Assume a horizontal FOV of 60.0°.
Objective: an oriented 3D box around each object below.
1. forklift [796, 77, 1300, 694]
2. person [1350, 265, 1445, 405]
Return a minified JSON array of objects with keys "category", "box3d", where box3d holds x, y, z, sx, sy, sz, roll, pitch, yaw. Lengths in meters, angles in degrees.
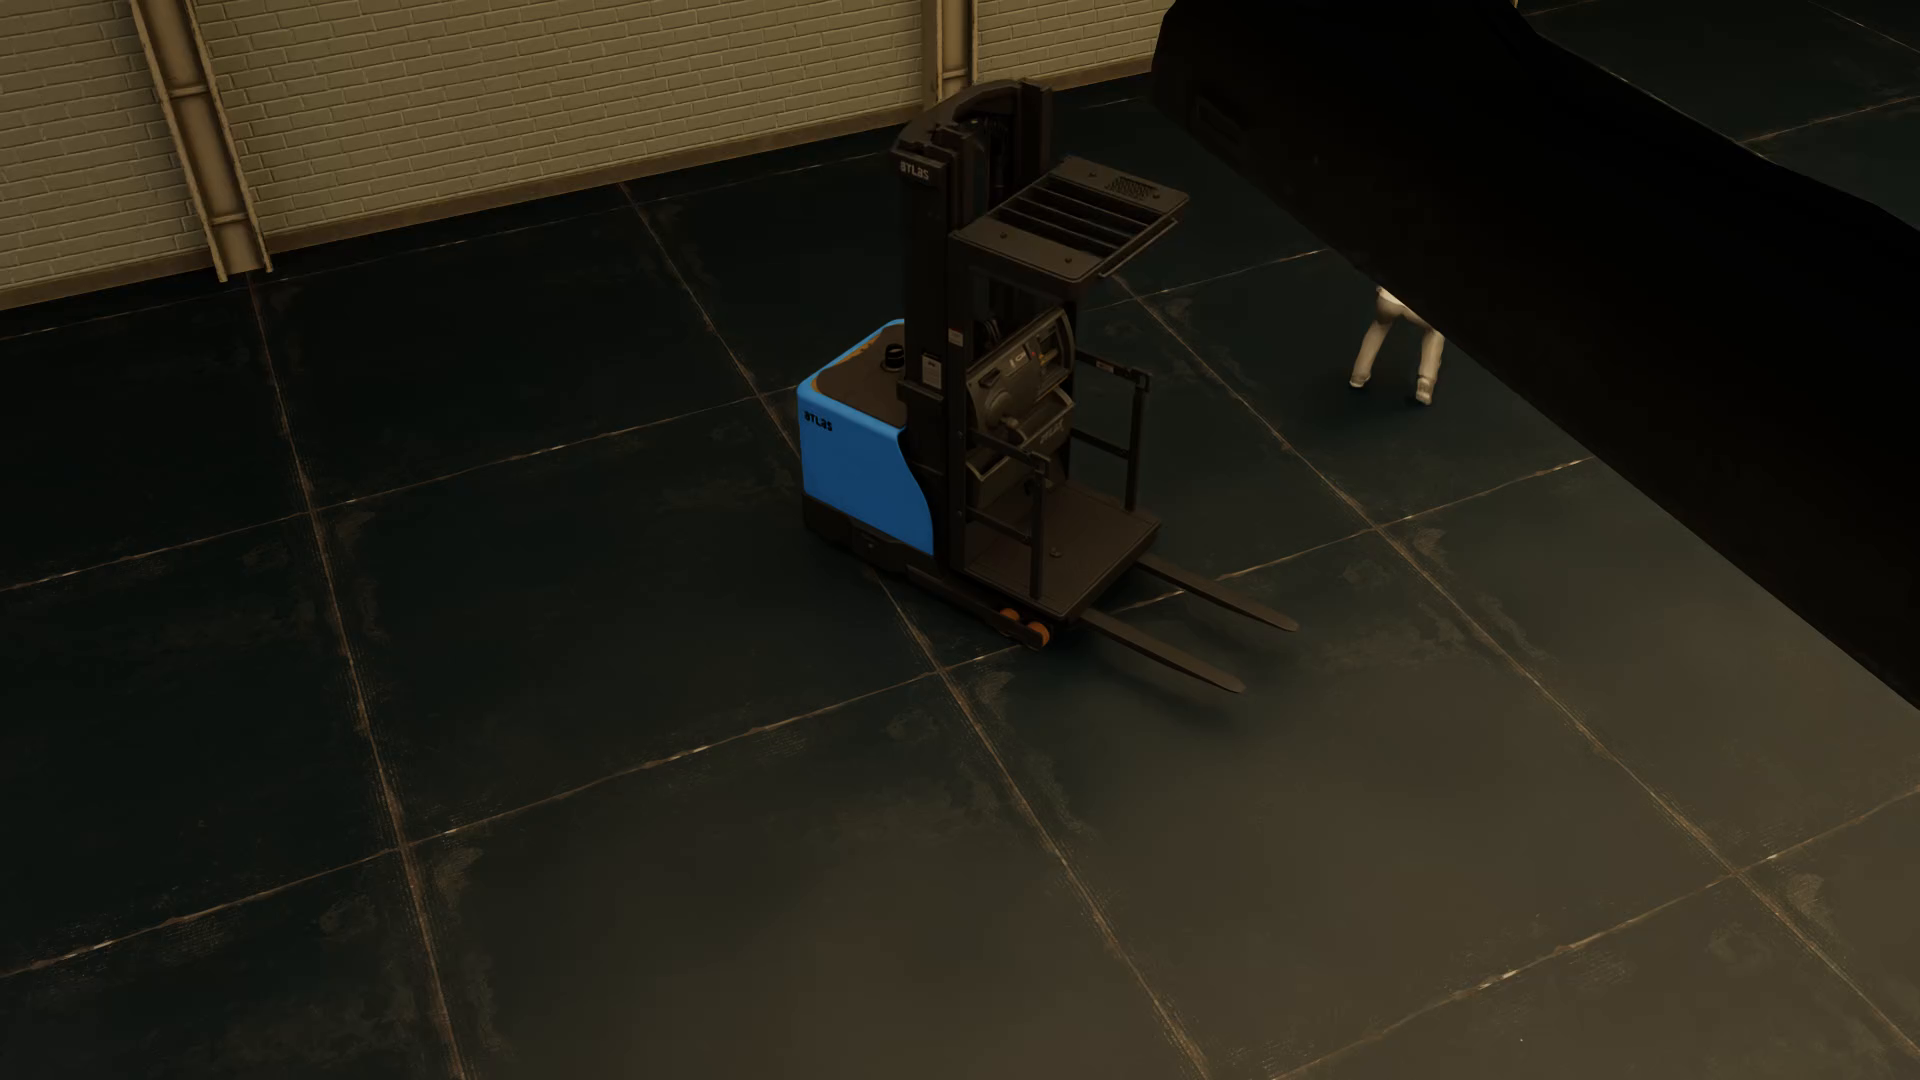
[{"category":"forklift","box3d":[0.508,-0.881,9.071,3.031,2.935,1.130,26,46,27]},{"category":"person","box3d":[3.067,-1.627,11.143,0.908,1.532,0.504,12,41,14]}]
